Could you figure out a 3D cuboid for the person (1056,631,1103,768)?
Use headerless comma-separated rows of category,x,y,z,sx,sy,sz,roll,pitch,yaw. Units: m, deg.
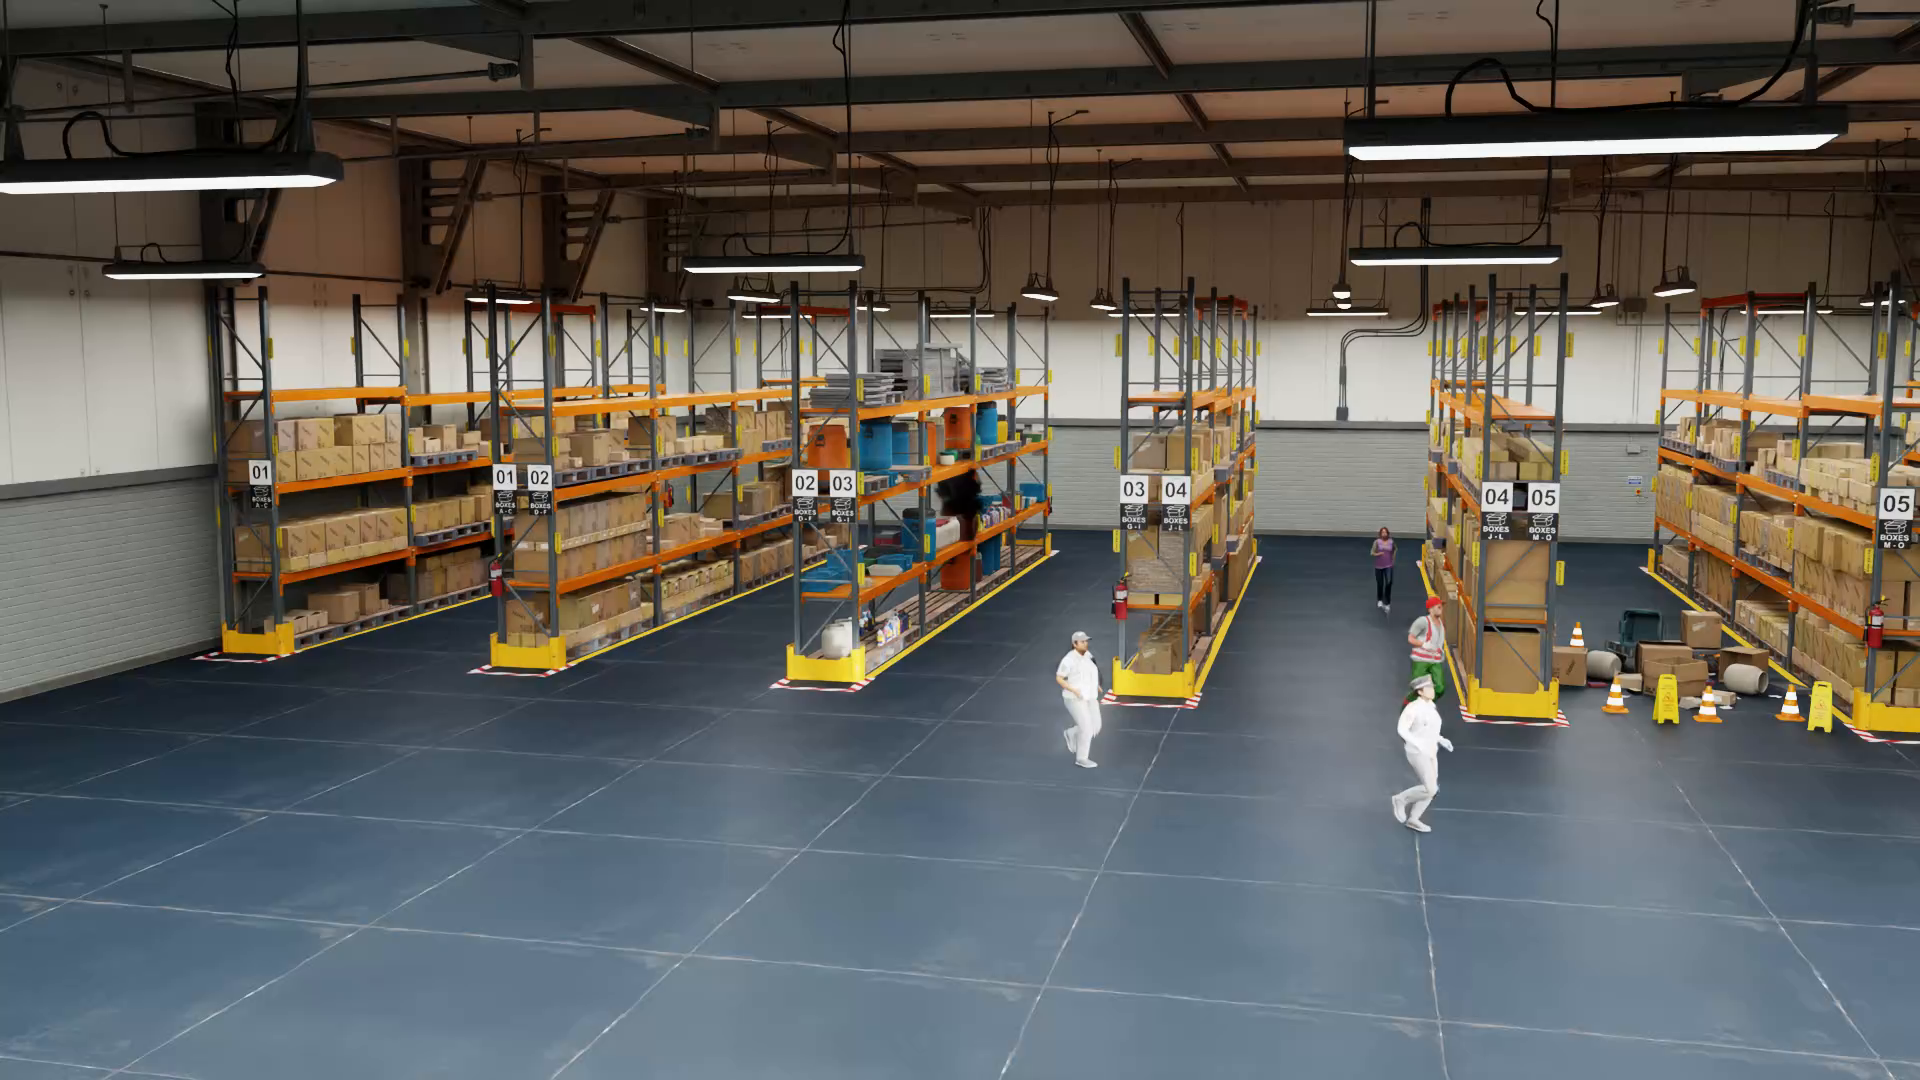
person,1.424,1.901,20.059,0.609,1.618,0.629,-6,9,-43

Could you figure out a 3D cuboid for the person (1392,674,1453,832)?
person,4.804,2.202,17.283,0.540,1.652,0.599,6,9,42

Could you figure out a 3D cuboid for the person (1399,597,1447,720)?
person,6.241,1.616,22.023,0.662,1.736,0.618,-2,7,-20

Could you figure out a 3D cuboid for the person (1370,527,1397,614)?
person,8.092,0.559,31.768,0.522,1.639,0.700,1,7,10
